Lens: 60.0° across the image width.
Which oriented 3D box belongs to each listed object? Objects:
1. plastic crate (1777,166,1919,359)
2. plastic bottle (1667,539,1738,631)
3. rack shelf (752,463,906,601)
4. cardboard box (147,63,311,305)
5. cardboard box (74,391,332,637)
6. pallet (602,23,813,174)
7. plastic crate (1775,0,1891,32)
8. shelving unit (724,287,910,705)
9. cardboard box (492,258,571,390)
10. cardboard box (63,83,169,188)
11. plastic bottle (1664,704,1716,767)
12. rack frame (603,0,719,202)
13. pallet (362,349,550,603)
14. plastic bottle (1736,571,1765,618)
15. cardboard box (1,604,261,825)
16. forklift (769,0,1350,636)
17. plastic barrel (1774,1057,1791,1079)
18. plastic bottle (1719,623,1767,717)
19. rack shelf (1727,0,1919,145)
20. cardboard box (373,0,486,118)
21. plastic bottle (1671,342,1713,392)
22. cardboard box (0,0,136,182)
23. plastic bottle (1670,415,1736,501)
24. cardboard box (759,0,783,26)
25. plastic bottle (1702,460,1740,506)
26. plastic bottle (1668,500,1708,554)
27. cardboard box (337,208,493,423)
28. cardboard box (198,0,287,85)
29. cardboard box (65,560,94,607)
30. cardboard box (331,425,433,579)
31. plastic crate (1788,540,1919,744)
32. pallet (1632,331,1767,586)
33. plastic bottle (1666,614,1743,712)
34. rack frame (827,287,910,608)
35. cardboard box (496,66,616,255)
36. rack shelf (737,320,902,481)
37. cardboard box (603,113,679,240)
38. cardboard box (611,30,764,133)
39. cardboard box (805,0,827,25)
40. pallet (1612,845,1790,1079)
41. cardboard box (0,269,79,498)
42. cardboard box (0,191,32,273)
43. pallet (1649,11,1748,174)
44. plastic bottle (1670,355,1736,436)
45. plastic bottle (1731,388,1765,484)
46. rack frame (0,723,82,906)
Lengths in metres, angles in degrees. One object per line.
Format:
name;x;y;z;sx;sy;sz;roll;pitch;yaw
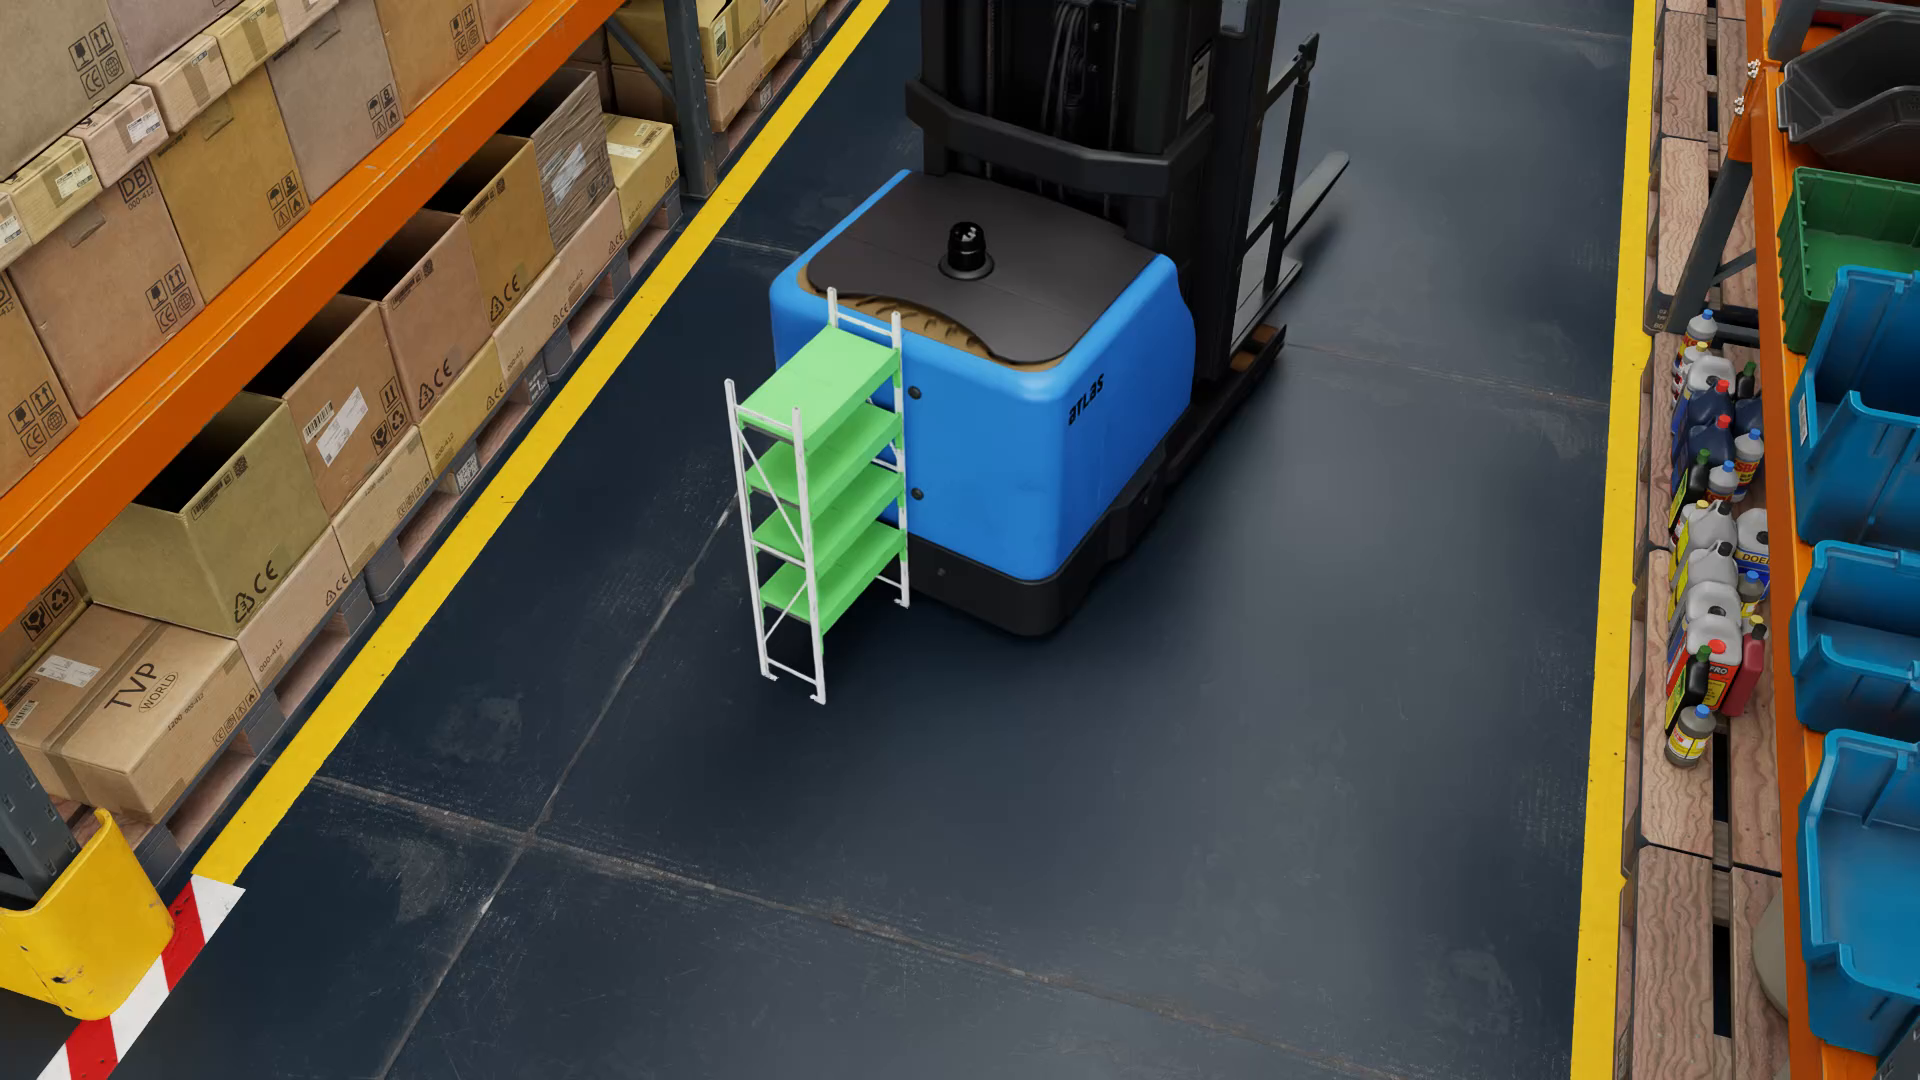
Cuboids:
plastic crate;2.477;-0.725;4.498;0.450;0.188;0.662;13;46;13
plastic bottle;2.275;0.127;5.055;0.144;0.351;0.185;14;46;14
rack shelf;-0.401;-0.059;5.044;0.258;0.148;0.480;23;49;22
cardboard box;-2.310;-1.057;4.614;0.700;0.500;0.500;13;46;13
cardboard box;-2.250;-0.111;4.848;0.500;0.500;0.500;13;46;13
pallet;-1.376;-2.201;7.848;1.003;0.211;1.213;13;46;13
plastic crate;3.012;-2.057;5.661;0.402;0.464;0.583;13;46;13
shelving unit;-0.401;-0.105;4.999;0.258;1.200;0.503;23;49;22
cardboard box;-1.793;-0.842;6.132;0.500;0.250;0.500;13;46;13
cardboard box;-2.217;-1.025;4.118;0.380;0.149;0.250;12;46;12
plastic bottle;2.084;0.546;4.734;0.097;0.201;0.097;0;44;0
rack frame;-1.562;-2.698;6.362;1.000;3.000;0.127;13;46;13
pallet;-2.211;-0.364;5.971;1.003;0.211;1.213;13;46;13
plastic bottle;2.404;0.176;5.111;0.097;0.201;0.097;0;44;0
cardboard box;-2.399;0.491;4.770;0.500;0.250;0.500;13;46;13
forklift;0.598;-1.756;5.449;1.130;2.935;3.031;23;49;22
plastic barrel;2.072;1.304;3.751;0.421;0.512;0.421;0;44;0
plastic bottle;2.288;0.377;4.848;0.061;0.283;0.133;13;46;13
rack shelf;3.763;-2.722;6.902;1.077;0.370;4.000;13;46;13
cardboard box;-2.000;-1.750;5.322;0.700;0.500;0.500;13;46;13
plastic bottle;2.612;-0.616;5.921;0.097;0.201;0.097;0;44;0
cardboard box;-2.450;-1.226;3.860;0.700;0.500;0.500;11;46;11
plastic bottle;2.460;-0.281;5.472;0.144;0.351;0.185;11;45;11
cardboard box;-1.043;-2.621;7.548;0.500;0.311;0.500;12;46;12
plastic bottle;2.451;-0.146;5.391;0.097;0.271;0.097;0;44;0
plastic bottle;2.352;-0.044;5.336;0.097;0.201;0.097;0;44;0
cardboard box;-1.942;-0.777;5.528;0.500;0.500;0.500;13;46;13
cardboard box;-2.061;-1.374;4.474;0.380;0.149;0.250;12;46;12
cardboard box;-2.753;0.045;5.225;0.500;0.250;0.500;13;46;13
cardboard box;-2.099;-0.177;5.451;0.500;0.250;0.500;13;46;13
plastic crate;2.015;0.245;3.462;0.499;0.251;0.408;13;46;13
pallet;2.914;-0.211;5.814;1.003;0.211;1.213;13;46;13
plastic bottle;2.187;0.357;4.873;0.152;0.276;0.135;13;46;13
rack frame;-0.274;-0.251;5.148;0.240;1.200;0.015;23;49;22
cardboard box;-1.657;-1.447;6.214;0.500;0.500;0.500;13;46;13
rack shelf;-0.401;-0.402;4.708;0.258;0.148;0.480;23;49;22
cardboard box;-1.494;-1.510;6.814;0.500;0.250;0.500;13;46;13
cardboard box;-1.204;-2.082;7.398;0.500;0.250;0.500;12;46;12
cardboard box;-0.894;-2.768;8.100;0.500;0.250;0.500;11;45;11
pallet;2.175;1.416;4.152;1.003;0.211;1.213;13;46;13
cardboard box;-2.620;-0.376;3.918;0.700;0.500;0.500;13;46;13
cardboard box;-2.372;-0.692;3.777;0.380;0.149;0.250;11;46;11
pallet;3.726;-1.997;7.640;1.003;0.211;1.213;13;46;13
plastic bottle;2.571;-0.489;5.738;0.152;0.276;0.135;14;46;14
plastic bottle;2.655;-0.376;5.569;0.144;0.351;0.185;13;46;13
rack frame;-2.774;-0.032;3.638;1.000;3.000;0.127;13;46;13
